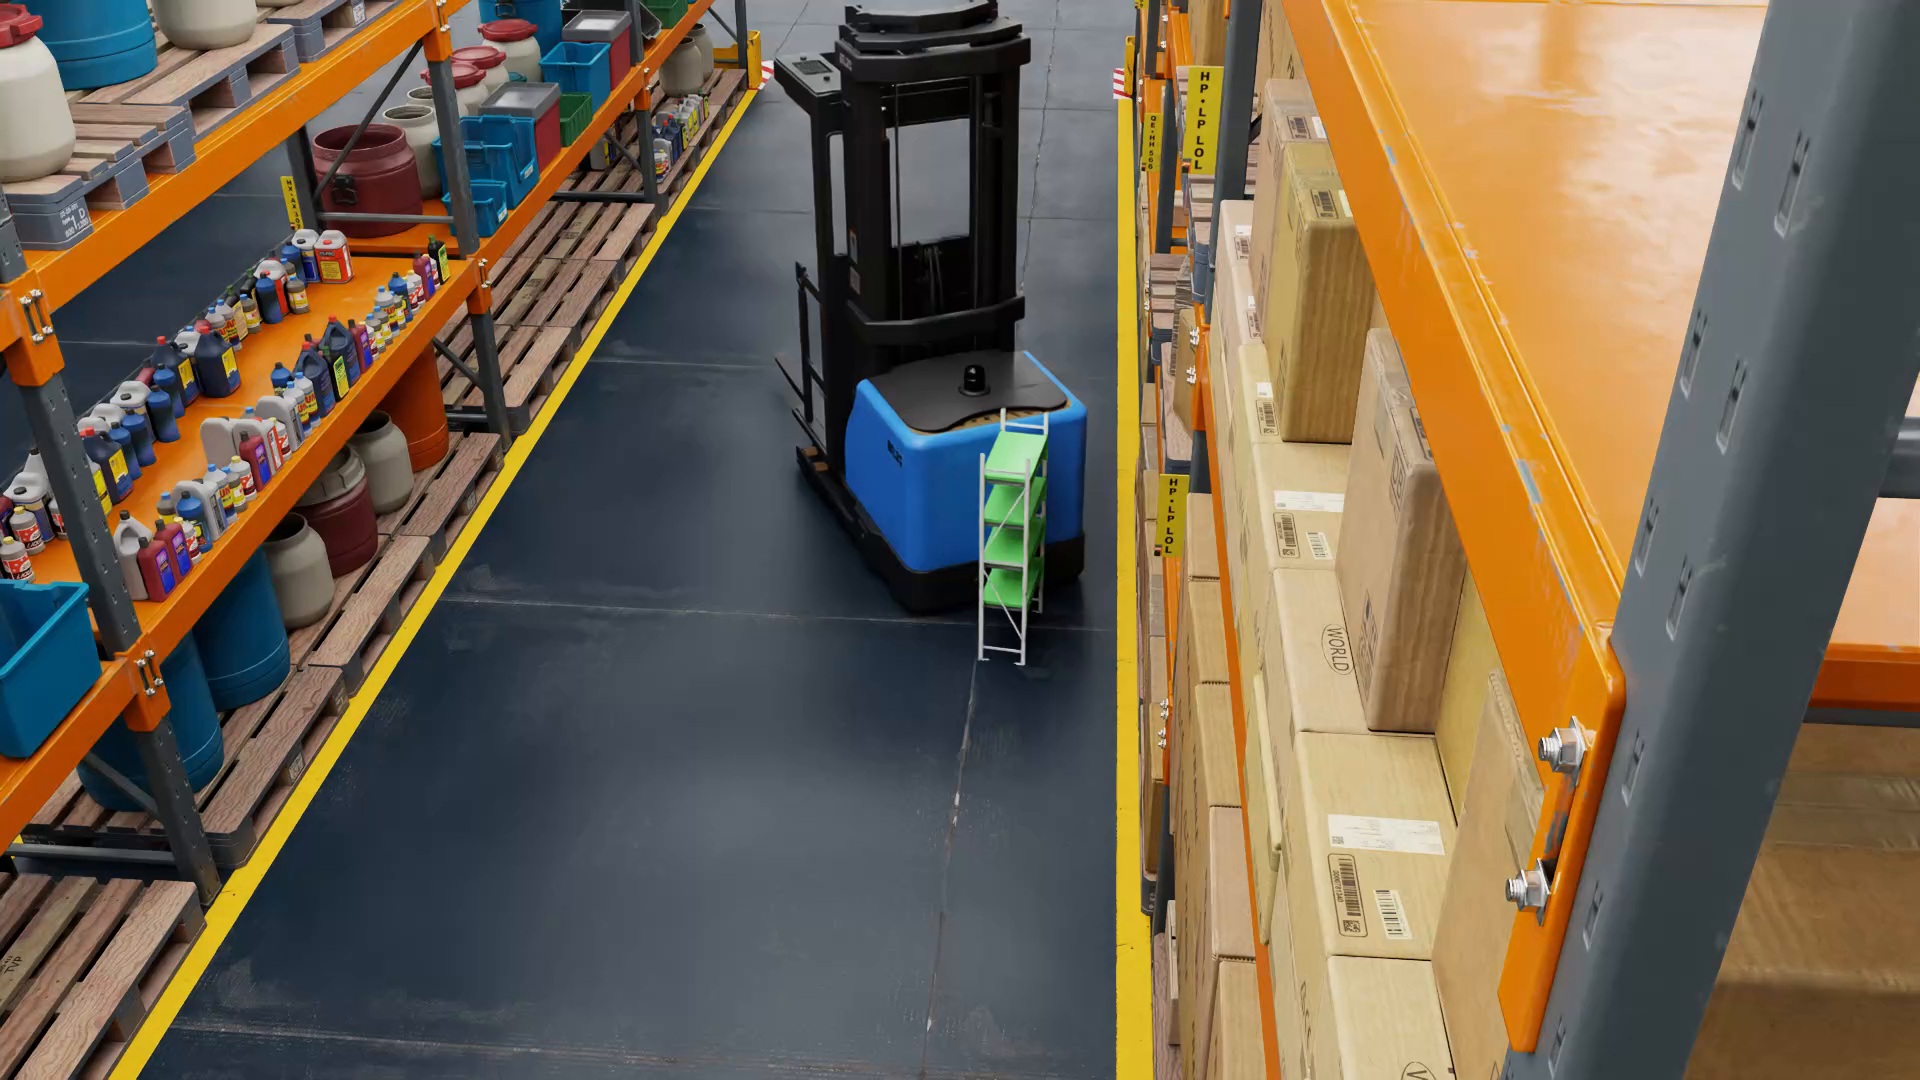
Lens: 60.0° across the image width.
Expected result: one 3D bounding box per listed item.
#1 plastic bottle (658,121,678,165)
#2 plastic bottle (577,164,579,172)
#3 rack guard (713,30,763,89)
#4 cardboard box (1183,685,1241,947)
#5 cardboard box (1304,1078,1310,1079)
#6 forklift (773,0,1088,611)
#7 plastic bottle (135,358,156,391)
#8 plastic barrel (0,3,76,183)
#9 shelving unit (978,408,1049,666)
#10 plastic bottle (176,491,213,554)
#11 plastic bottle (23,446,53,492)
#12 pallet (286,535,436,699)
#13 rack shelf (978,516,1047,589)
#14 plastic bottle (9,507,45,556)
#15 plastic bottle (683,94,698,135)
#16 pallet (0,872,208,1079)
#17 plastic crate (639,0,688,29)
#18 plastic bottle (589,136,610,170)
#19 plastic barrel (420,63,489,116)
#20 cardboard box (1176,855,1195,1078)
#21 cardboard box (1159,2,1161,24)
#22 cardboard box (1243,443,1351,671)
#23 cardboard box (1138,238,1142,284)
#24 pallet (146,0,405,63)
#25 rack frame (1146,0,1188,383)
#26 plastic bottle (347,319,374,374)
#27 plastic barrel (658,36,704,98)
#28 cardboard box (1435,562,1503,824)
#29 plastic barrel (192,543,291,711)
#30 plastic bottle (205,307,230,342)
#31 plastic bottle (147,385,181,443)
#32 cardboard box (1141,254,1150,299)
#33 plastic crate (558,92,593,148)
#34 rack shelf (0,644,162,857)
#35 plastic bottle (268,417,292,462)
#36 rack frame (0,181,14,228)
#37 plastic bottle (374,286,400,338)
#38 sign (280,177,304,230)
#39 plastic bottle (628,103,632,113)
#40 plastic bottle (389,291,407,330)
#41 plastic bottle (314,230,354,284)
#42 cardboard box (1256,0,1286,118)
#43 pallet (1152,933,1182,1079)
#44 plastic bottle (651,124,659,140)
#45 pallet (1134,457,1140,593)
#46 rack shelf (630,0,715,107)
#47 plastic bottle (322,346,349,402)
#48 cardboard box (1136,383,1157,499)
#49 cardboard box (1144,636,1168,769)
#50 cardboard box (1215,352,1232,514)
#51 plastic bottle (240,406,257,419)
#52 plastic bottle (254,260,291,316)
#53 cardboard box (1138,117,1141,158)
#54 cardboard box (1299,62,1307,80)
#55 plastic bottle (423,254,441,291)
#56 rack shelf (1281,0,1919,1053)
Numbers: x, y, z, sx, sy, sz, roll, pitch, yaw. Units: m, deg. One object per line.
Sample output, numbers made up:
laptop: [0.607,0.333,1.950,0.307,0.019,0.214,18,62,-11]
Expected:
plastic bottle: [-2.528,-3.427,14.337,0.144,0.351,0.185,3,32,5]
plastic bottle: [-3.297,-3.259,14.130,0.061,0.283,0.133,4,32,6]
rack guard: [-2.641,-4.948,17.083,1.175,0.500,0.348,2,32,4]
cardboard box: [0.875,0.739,4.424,0.500,0.500,0.500,2,32,3]
cardboard box: [0.731,1.033,2.279,0.500,0.250,0.500,2,32,4]
forklift: [-0.350,-1.635,9.389,1.130,2.935,3.031,-12,34,-19]
plastic bottle: [-3.875,-0.719,7.949,0.061,0.283,0.133,2,32,4]
plastic barrel: [-3.366,-1.558,5.810,0.433,0.535,0.433,0,32,0]
shelving unit: [0.269,-0.009,8.401,0.258,1.200,0.503,7,32,11]
plastic bottle: [-3.194,-0.080,6.924,0.097,0.271,0.097,0,32,0]
plastic bottle: [-3.910,-0.253,7.129,0.144,0.351,0.185,2,32,4]
pallet: [-3.458,0.366,8.735,1.003,0.211,1.213,2,32,4]
rack shelf: [0.269,0.045,8.435,0.258,0.148,0.480,7,32,11]
plastic bottle: [-3.895,-0.044,6.932,0.097,0.201,0.097,0,32,0]
plastic bottle: [-2.463,-3.845,15.016,0.144,0.351,0.185,4,32,6]
pallet: [-3.680,1.794,6.418,1.003,0.211,1.213,2,32,4]
plastic crate: [-2.615,-4.570,14.289,0.450,0.188,0.662,2,32,4]
plastic bottle: [-3.098,-3.365,14.237,0.144,0.351,0.185,2,32,4]
plastic barrel: [-3.399,-2.920,11.279,0.433,0.535,0.433,0,32,0]
cardboard box: [0.883,1.176,4.668,0.500,0.500,0.500,2,32,4]
cardboard box: [2.040,-4.562,13.979,0.700,0.500,0.500,3,32,5]
cardboard box: [0.859,0.036,3.421,0.500,0.250,0.500,2,32,4]
cardboard box: [1.567,-2.019,12.168,0.500,0.250,0.500,2,32,2]
pallet: [-3.493,-2.672,8.328,1.003,0.211,1.213,2,32,4]
rack frame: [1.604,-1.658,9.361,1.000,3.000,0.127,2,32,4]
plastic bottle: [-3.034,-0.994,8.395,0.061,0.283,0.133,2,32,4]
plastic barrel: [-2.700,-4.564,16.049,0.421,0.512,0.421,0,32,0]
cardboard box: [1.103,0.253,2.353,0.700,0.500,0.500,2,32,4]
plastic barrel: [-3.540,0.281,7.815,0.600,0.901,0.708,2,32,4]
plastic bottle: [-3.802,-1.061,8.516,0.097,0.271,0.097,0,32,0]
plastic bottle: [-3.722,-0.595,7.760,0.097,0.271,0.097,0,32,0]
cardboard box: [1.481,-1.725,11.156,0.500,0.311,0.500,2,32,4]
plastic crate: [-2.868,-2.950,11.660,0.450,0.188,0.662,2,32,4]
rack shelf: [-3.821,1.573,4.805,1.077,0.370,4.000,2,32,4]
plastic bottle: [-3.129,-0.464,7.614,0.097,0.201,0.097,0,32,0]
rack frame: [-3.659,-2.333,4.739,1.000,3.000,0.127,2,32,4]
plastic bottle: [-3.019,-1.203,8.745,0.097,0.271,0.097,0,32,0]
sign: [-3.882,-1.960,9.697,0.100,0.325,0.005,2,32,4]
plastic bottle: [-3.140,-4.145,15.579,0.097,0.271,0.097,0,32,0]
plastic bottle: [-3.011,-1.224,8.846,0.097,0.201,0.097,0,32,0]
plastic bottle: [-3.539,-1.599,9.385,0.152,0.276,0.135,2,32,4]
cardboard box: [1.424,-1.718,6.008,0.600,0.600,0.600,2,32,3]
pallet: [1.221,1.980,6.116,1.003,0.211,1.213,2,32,4]
plastic bottle: [-2.672,-3.433,14.347,0.144,0.351,0.185,2,32,4]
pallet: [1.505,-0.082,9.462,1.003,0.211,1.213,2,32,4]
rack shelf: [-2.844,-4.702,14.987,1.077,0.370,4.000,2,32,4]
plastic bottle: [-3.060,-0.828,8.125,0.061,0.283,0.133,2,32,4]
cardboard box: [1.282,-0.555,9.535,0.500,0.500,0.500,4,32,6]
cardboard box: [1.081,0.783,7.365,0.500,0.500,0.500,3,32,4]
cardboard box: [0.947,-0.274,4.400,0.500,0.250,0.500,2,32,4]
plastic bottle: [-3.273,-0.522,7.707,0.097,0.201,0.097,0,32,0]
plastic bottle: [-3.728,-1.364,9.003,0.152,0.276,0.135,2,32,4]
cardboard box: [1.826,-3.532,14.623,0.500,0.250,0.500,2,32,4]
cardboard box: [1.276,-1.055,4.476,0.700,0.500,0.500,2,32,4]
plastic bottle: [-2.968,-1.497,9.290,0.097,0.201,0.097,0,32,0]
rack shelf: [1.115,-0.766,2.886,1.077,0.370,4.000,2,32,4]
